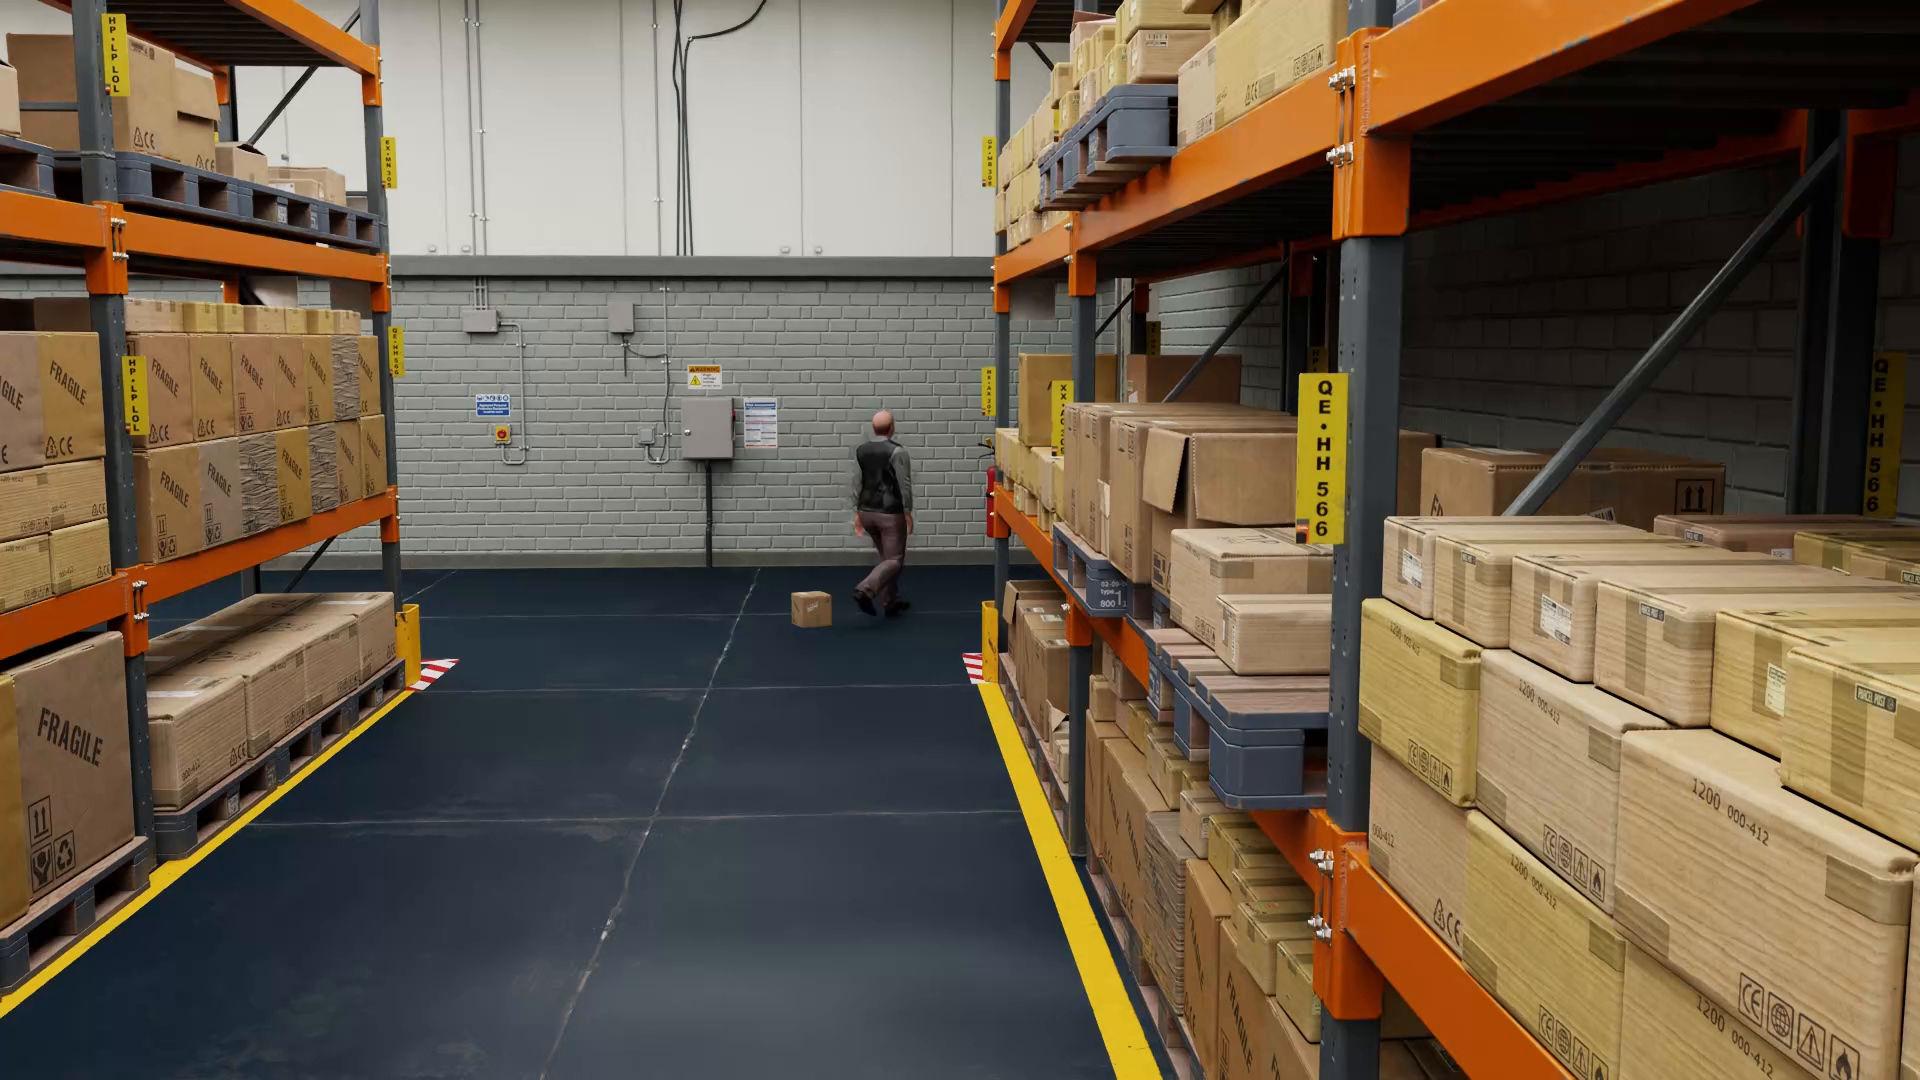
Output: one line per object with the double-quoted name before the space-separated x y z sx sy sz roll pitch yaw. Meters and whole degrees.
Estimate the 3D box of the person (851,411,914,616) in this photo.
"person" -0.642 -0.198 13.492 0.532 1.692 0.908 5 8 36
